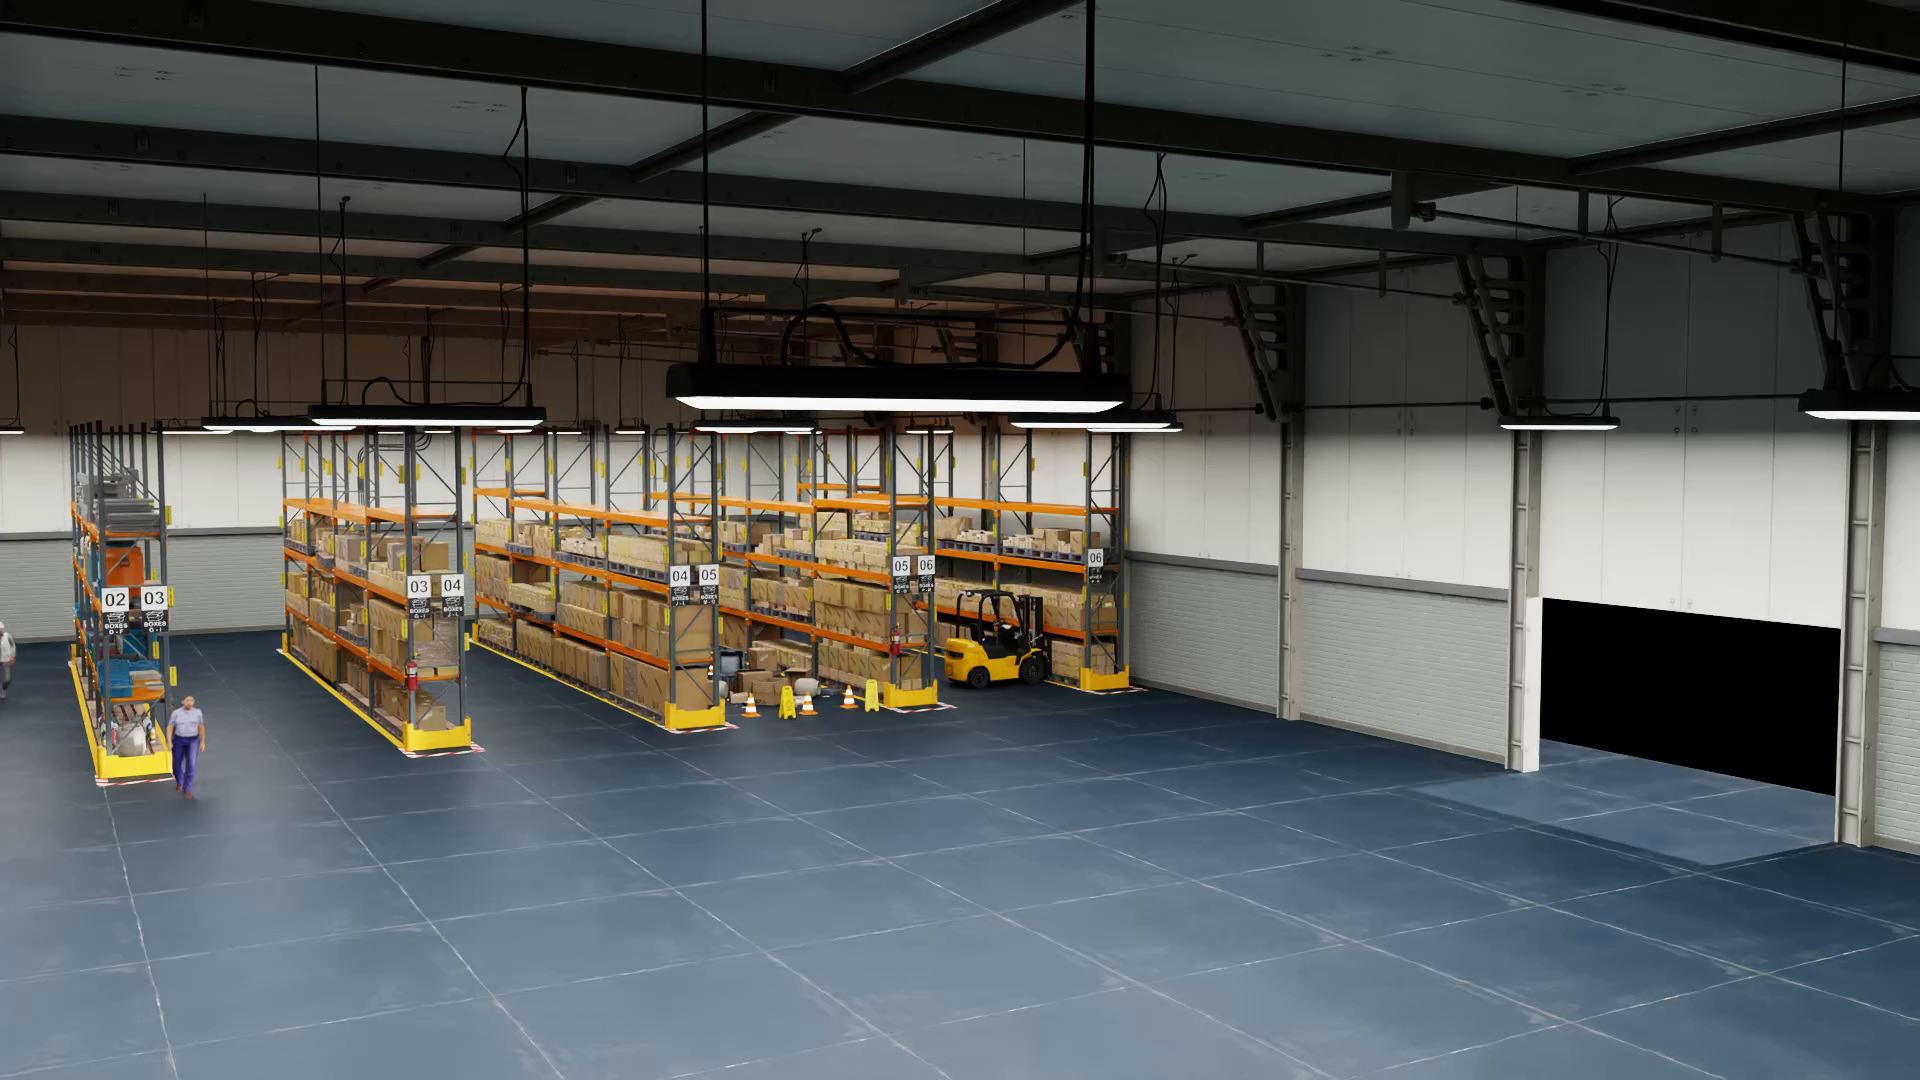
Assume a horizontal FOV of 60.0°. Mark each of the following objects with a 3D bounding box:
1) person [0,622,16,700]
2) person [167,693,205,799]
[{"bbox_3d":[-20.865,2.624,36.102,0.637,1.761,0.594,-2,4,-34],"label":"person"},{"bbox_3d":[-12.396,3.278,26.640,0.560,1.639,0.768,-2,4,-29],"label":"person"}]
